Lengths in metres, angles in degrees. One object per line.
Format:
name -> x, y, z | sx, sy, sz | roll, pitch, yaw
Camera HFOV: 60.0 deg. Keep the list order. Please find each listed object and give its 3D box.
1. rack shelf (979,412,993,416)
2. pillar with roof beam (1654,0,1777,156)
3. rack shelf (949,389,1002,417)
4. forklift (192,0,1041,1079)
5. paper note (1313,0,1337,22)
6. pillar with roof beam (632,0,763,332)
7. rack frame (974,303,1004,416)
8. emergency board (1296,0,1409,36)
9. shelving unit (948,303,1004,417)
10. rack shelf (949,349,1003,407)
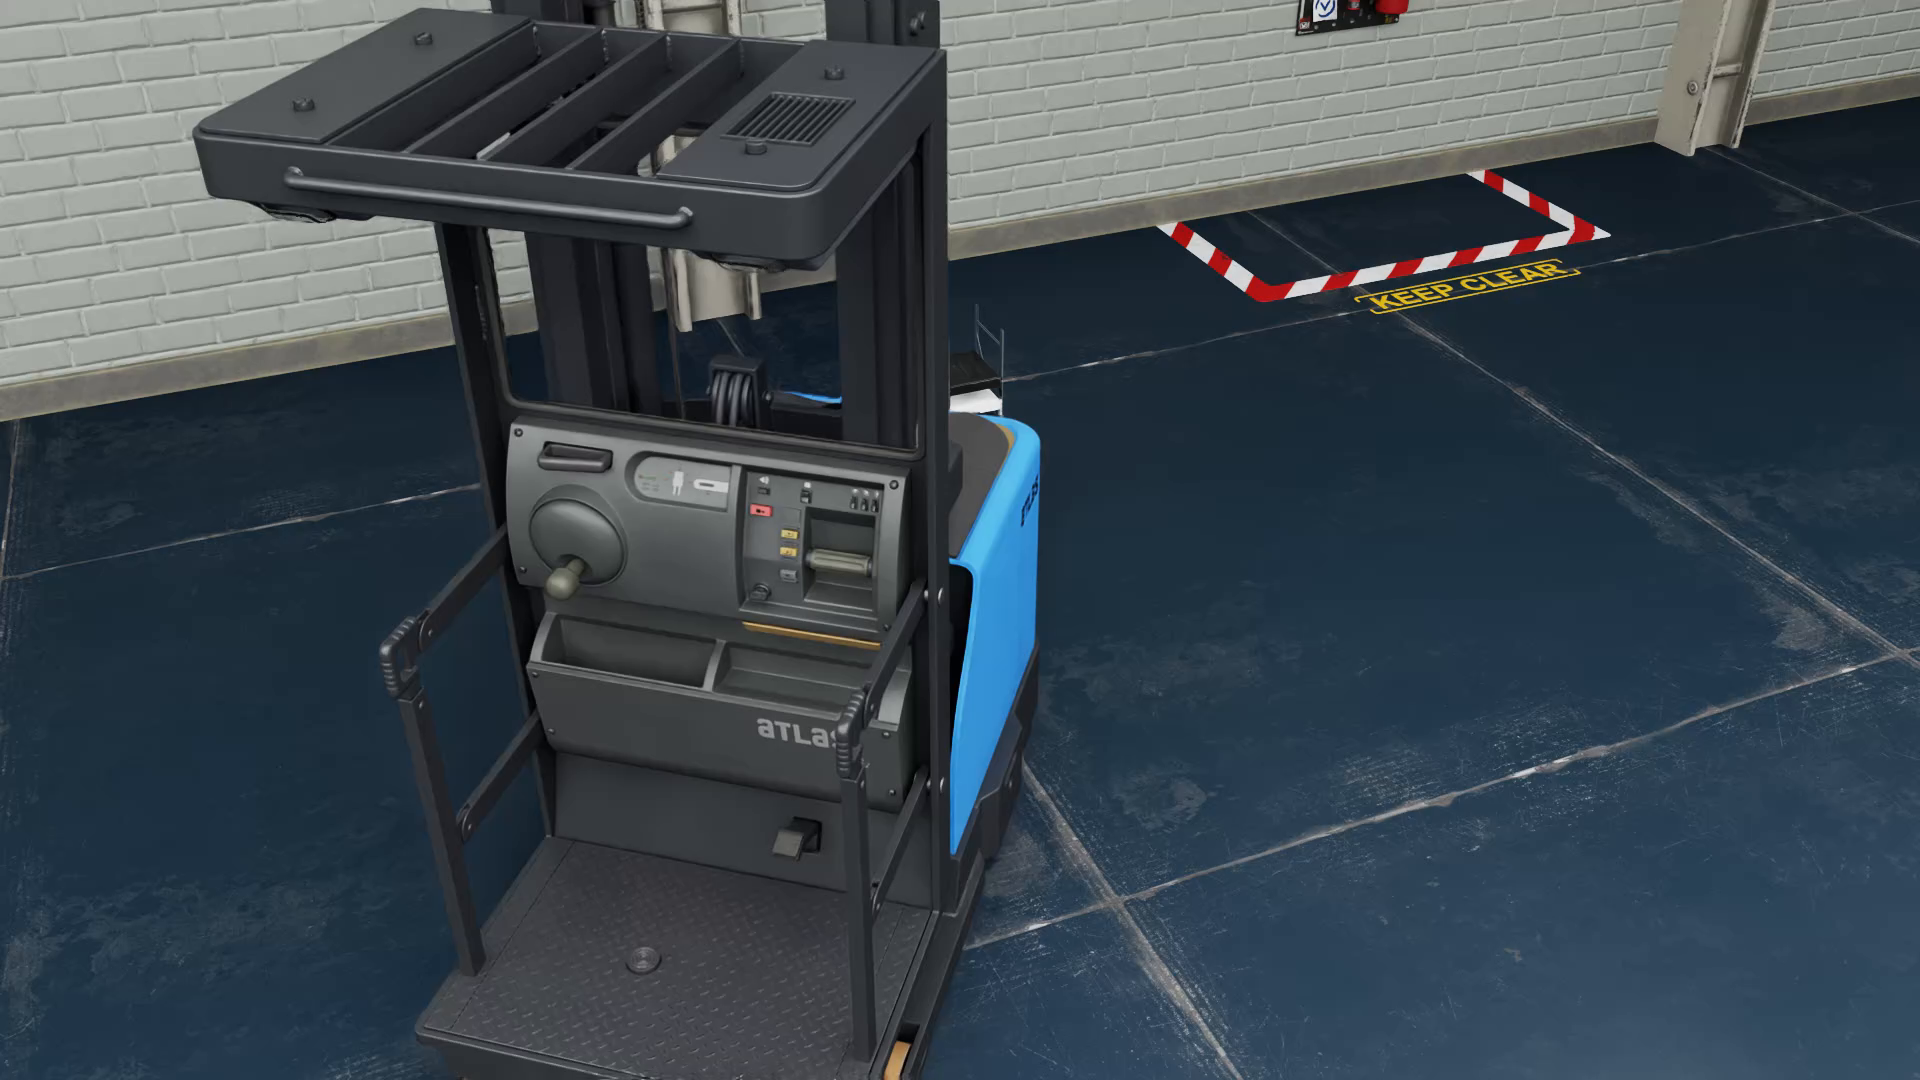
rack shelf -> 0.007, -0.426, 5.976 | 0.200, 0.077, 0.258 | -13, 35, -19
pillar with roof beam -> 6.024, -3.961, 4.087 | 0.400, 9.000, 9.100 | -13, 35, -19
rack shelf -> 0.007, -0.502, 5.927 | 0.200, 0.077, 0.258 | -13, 35, -19
forklift -> -0.625, 0.034, 3.511 | 1.130, 2.935, 3.031 | 8, 34, 12
paper note -> 1.874, -2.737, 8.514 | 0.142, 0.148, 0.016 | -13, 35, -19
pillar with roof beam -> 0.492, -2.695, 2.140 | 0.400, 9.000, 9.100 | -13, 35, -19
rack frame -> 0.101, -0.400, 6.040 | 0.006, 0.900, 0.240 | -13, 35, -19
emergency board -> 2.064, -3.109, 8.278 | 0.643, 1.169, 0.194 | -13, 35, -19
shelving unit -> 0.007, -0.379, 6.007 | 0.210, 0.900, 0.258 | -13, 35, -19
rack shelf -> 0.007, -0.577, 5.878 | 0.200, 0.077, 0.258 | -13, 35, -19
